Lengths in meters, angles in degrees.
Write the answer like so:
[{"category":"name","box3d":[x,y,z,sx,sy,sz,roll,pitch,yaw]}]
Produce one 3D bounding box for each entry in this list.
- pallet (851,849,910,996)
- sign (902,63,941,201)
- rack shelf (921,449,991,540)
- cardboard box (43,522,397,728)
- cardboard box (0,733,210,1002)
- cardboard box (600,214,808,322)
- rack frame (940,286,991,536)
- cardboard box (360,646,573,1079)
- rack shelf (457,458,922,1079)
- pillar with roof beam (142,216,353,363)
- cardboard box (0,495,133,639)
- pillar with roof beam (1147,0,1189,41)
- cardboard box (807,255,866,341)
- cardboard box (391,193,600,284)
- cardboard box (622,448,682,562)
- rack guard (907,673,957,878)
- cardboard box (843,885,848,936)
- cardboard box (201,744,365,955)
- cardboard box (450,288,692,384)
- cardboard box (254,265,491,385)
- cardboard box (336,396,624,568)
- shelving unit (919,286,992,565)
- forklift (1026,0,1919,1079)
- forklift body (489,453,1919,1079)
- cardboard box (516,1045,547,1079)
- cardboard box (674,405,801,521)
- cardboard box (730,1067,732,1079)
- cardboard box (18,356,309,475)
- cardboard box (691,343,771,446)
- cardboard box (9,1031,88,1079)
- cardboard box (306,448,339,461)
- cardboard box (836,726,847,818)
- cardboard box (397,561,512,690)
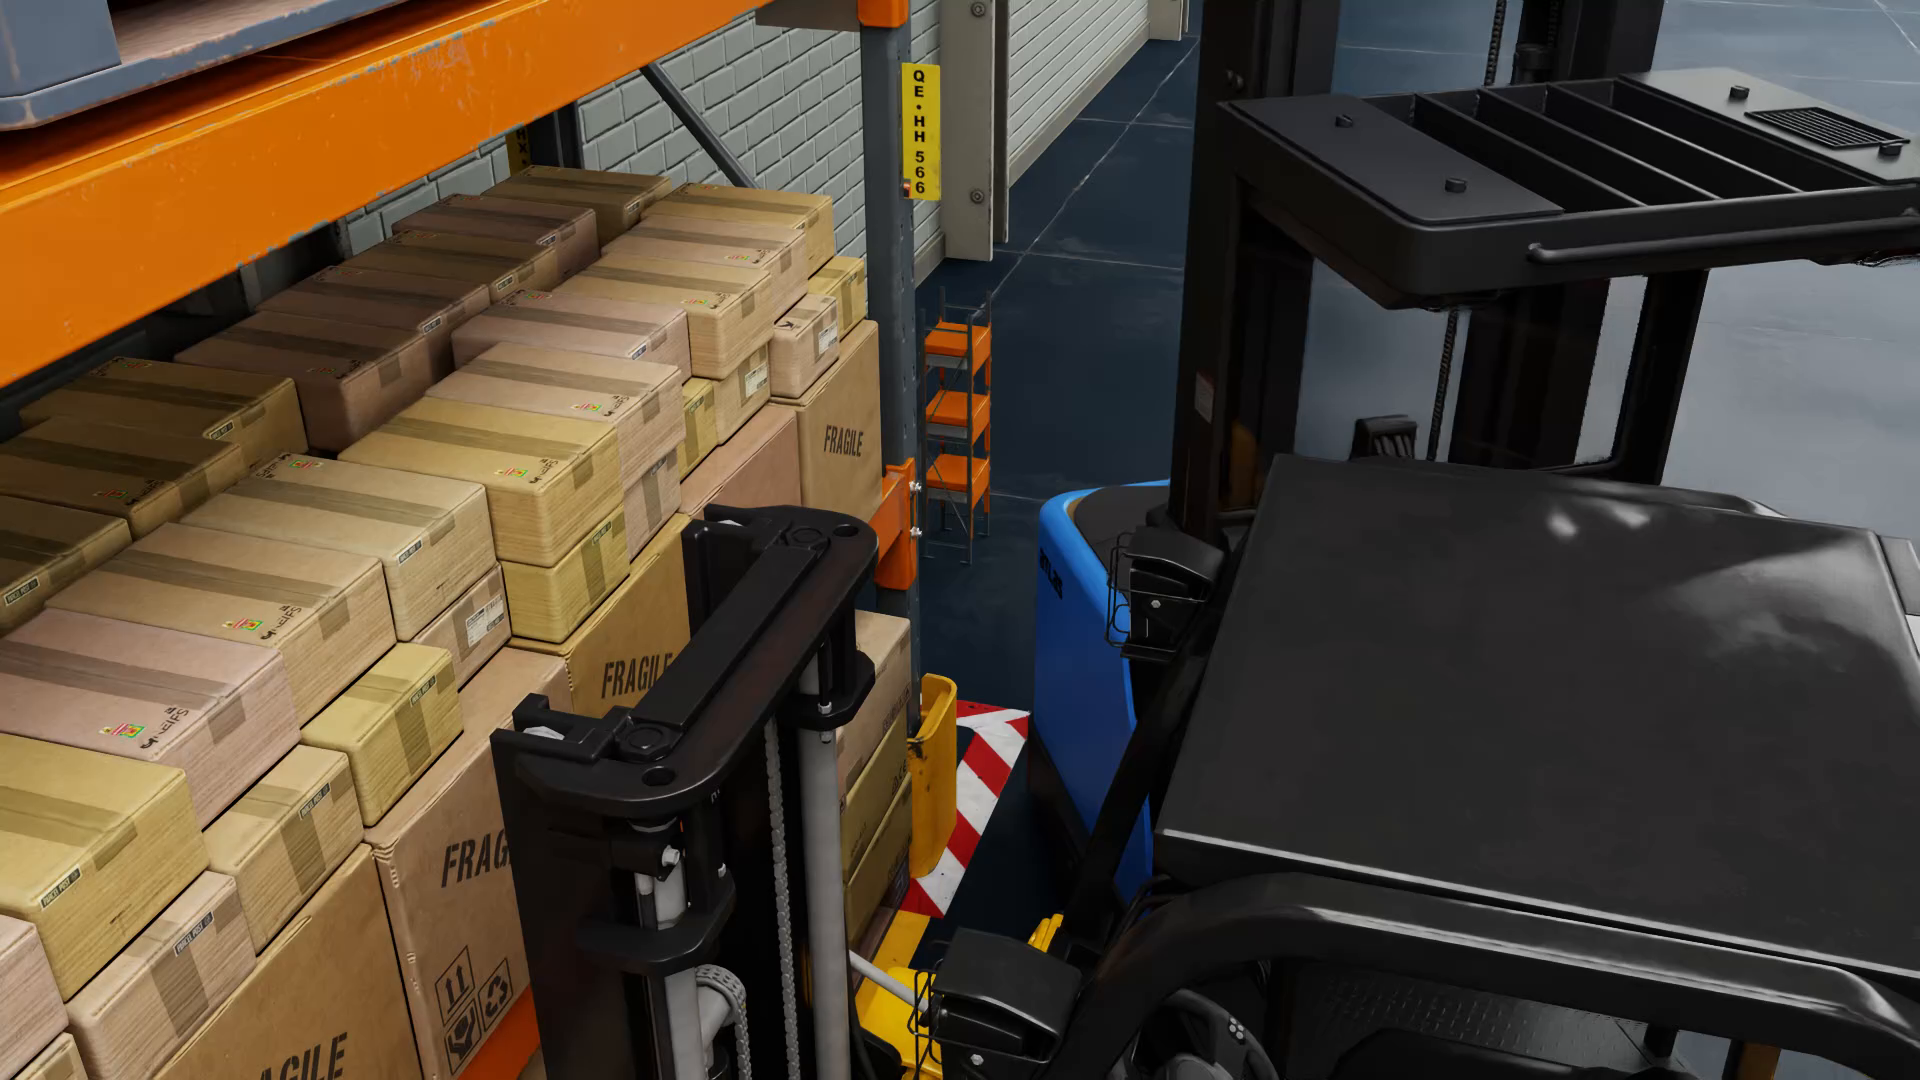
[{"category":"pallet","box3d":[-0.795,1.131,4.499,1.003,0.211,1.213,8,30,15]},{"category":"sign","box3d":[-0.096,-0.974,3.981,0.100,0.325,0.005,8,30,15]},{"category":"rack shelf","box3d":[-0.016,-0.182,6.590,0.215,0.259,0.240,8,30,15]},{"category":"cardboard box","box3d":[-1.049,0.119,2.375,0.380,0.149,0.250,9,30,15]},{"category":"cardboard box","box3d":[-1.126,0.364,1.935,0.380,0.149,0.250,8,30,14]},{"category":"cardboard box","box3d":[-0.557,-0.590,3.650,0.380,0.149,0.250,9,30,15]},{"category":"rack frame","box3d":[0.020,-0.491,6.552,0.200,1.050,0.008,8,30,15]},{"category":"cardboard box","box3d":[-0.952,0.487,2.686,0.500,0.500,0.500,9,30,15]},{"category":"rack shelf","box3d":[-1.197,0.795,2.975,1.077,0.370,4.000,8,30,15]},{"category":"pillar with roof beam","box3d":[2.439,-2.261,1.558,9.100,9.000,0.400,8,30,15]},{"category":"cardboard box","box3d":[-1.469,0.058,2.485,0.380,0.149,0.250,9,30,16]},{"category":"pillar with roof beam","box3d":[5.961,-7.838,11.583,9.100,9.000,0.400,8,30,15]},{"category":"cardboard box","box3d":[-0.444,-0.575,3.928,0.380,0.149,0.250,9,30,16]},{"category":"cardboard box","box3d":[-1.051,-0.666,3.785,0.380,0.149,0.250,10,30,17]},{"category":"cardboard box","box3d":[-0.742,-0.096,3.066,0.380,0.149,0.250,8,30,13]},{"category":"rack guard","box3d":[-0.603,0.632,5.099,1.175,0.500,0.348,8,30,15]},{"category":"cardboard box","box3d":[-0.601,1.062,4.151,0.500,0.250,0.500,8,30,15]},{"category":"cardboard box","box3d":[-1.036,0.382,2.208,0.380,0.149,0.250,8,30,13]},{"category":"cardboard box","box3d":[-0.752,-0.360,3.235,0.380,0.149,0.250,9,30,15]},{"category":"cardboard box","box3d":[-1.173,-0.426,3.354,0.380,0.149,0.250,9,30,15]},{"category":"cardboard box","box3d":[-0.793,-0.102,2.772,0.380,0.149,0.250,9,30,16]},{"category":"shelving unit","box3d":[-0.016,-0.434,6.450,0.215,1.050,0.252,8,30,15]},{"category":"forklift","box3d":[1.078,0.158,3.452,1.130,2.935,3.031,-7,30,-13]},{"category":"forklift body","box3d":[0.577,1.064,2.625,2.313,2.155,1.214,8,30,15]},{"category":"cardboard box","box3d":[-0.886,1.099,3.056,0.500,0.250,0.500,8,30,14]},{"category":"cardboard box","box3d":[-0.665,0.013,3.537,0.500,0.500,0.500,9,30,16]},{"category":"cardboard box","box3d":[-0.743,1.096,3.576,0.500,0.250,0.500,8,30,14]},{"category":"cardboard box","box3d":[-1.398,-0.192,2.933,0.380,0.149,0.250,8,30,14]},{"category":"cardboard box","box3d":[-0.625,-0.340,3.505,0.380,0.149,0.250,9,30,16]},{"category":"cardboard box","box3d":[-1.172,0.623,1.775,0.380,0.149,0.250,9,30,16]},{"category":"cardboard box","box3d":[-1.327,-0.193,3.242,0.380,0.149,0.250,9,30,15]},{"category":"cardboard box","box3d":[-0.591,0.629,3.902,0.500,0.250,0.500,9,30,16]},{"category":"cardboard box","box3d":[-0.957,0.128,2.664,0.380,0.149,0.250,8,30,15]}]
